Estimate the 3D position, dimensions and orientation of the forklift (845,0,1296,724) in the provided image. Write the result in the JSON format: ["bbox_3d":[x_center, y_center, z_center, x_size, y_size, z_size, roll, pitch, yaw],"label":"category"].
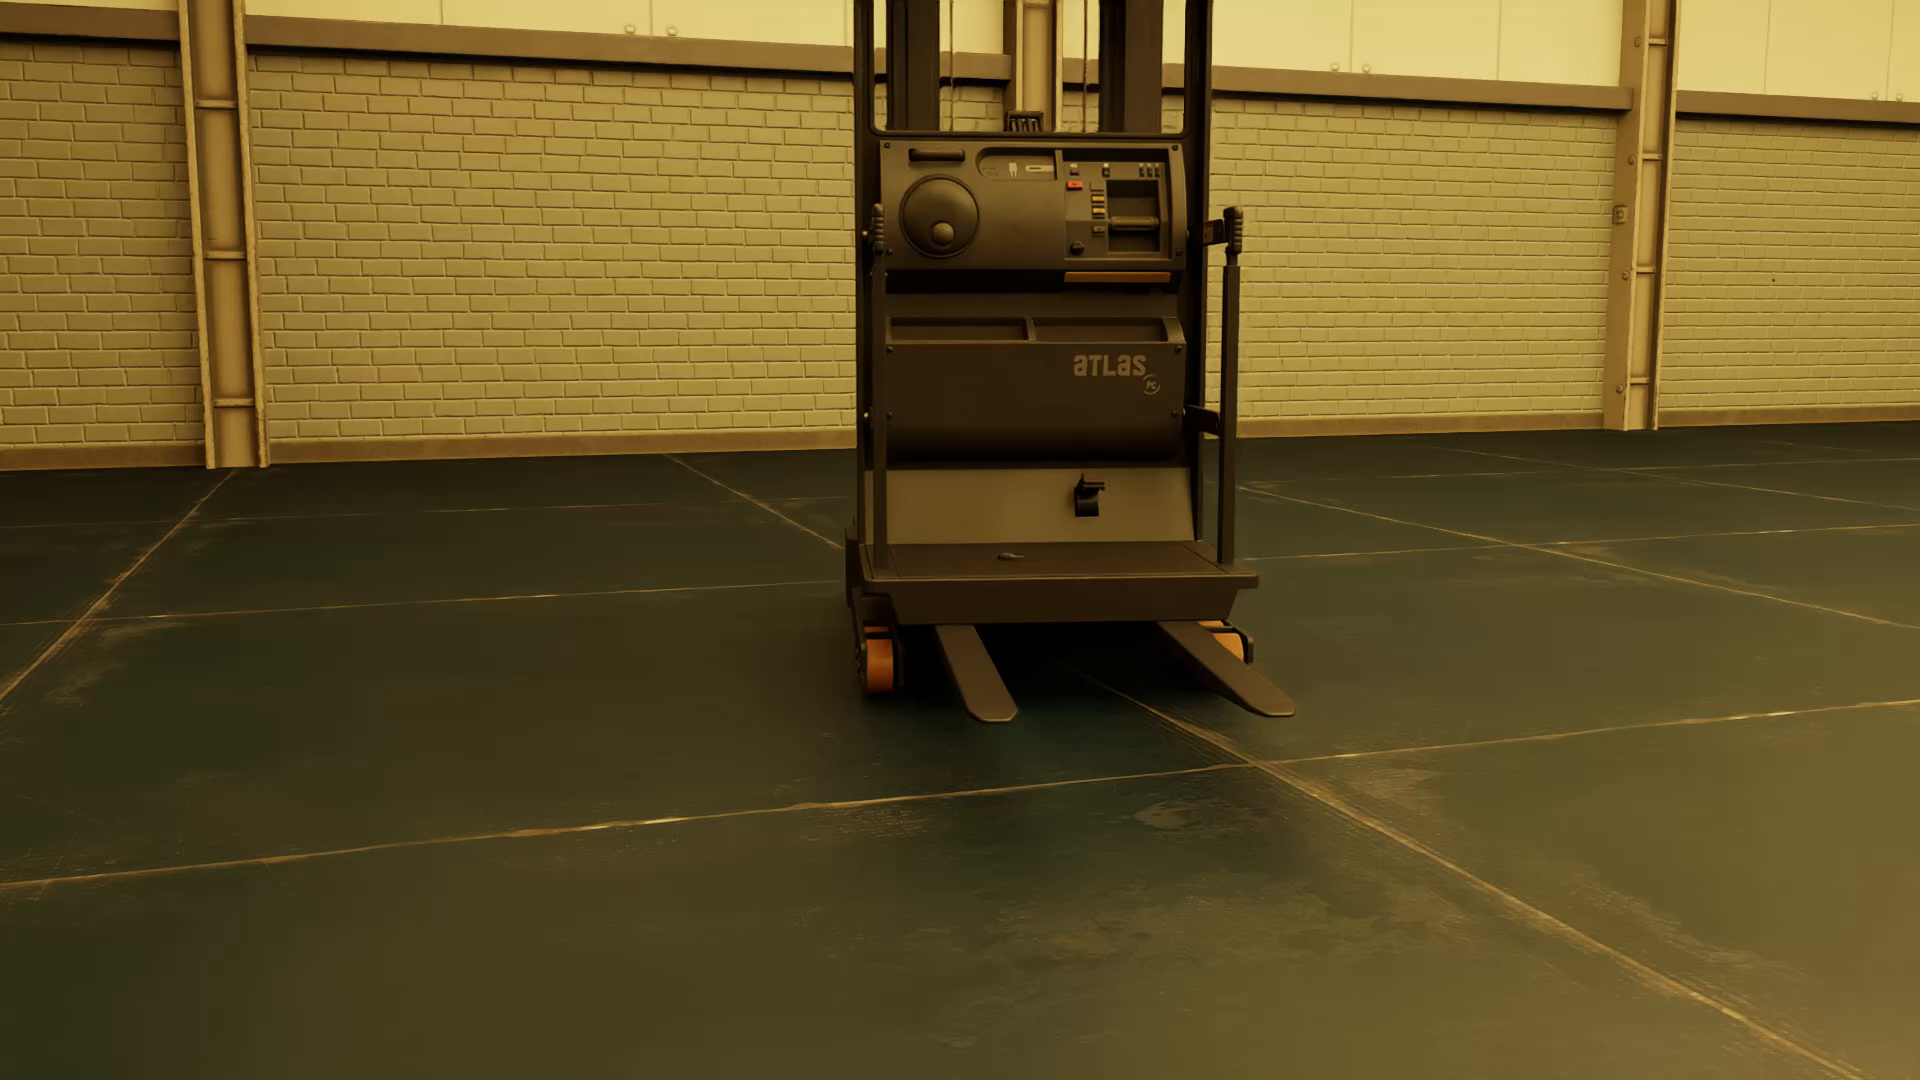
[{"bbox_3d":[0.243,-1.059,4.836,1.130,2.935,3.031,-1,8,-5],"label":"forklift"}]
